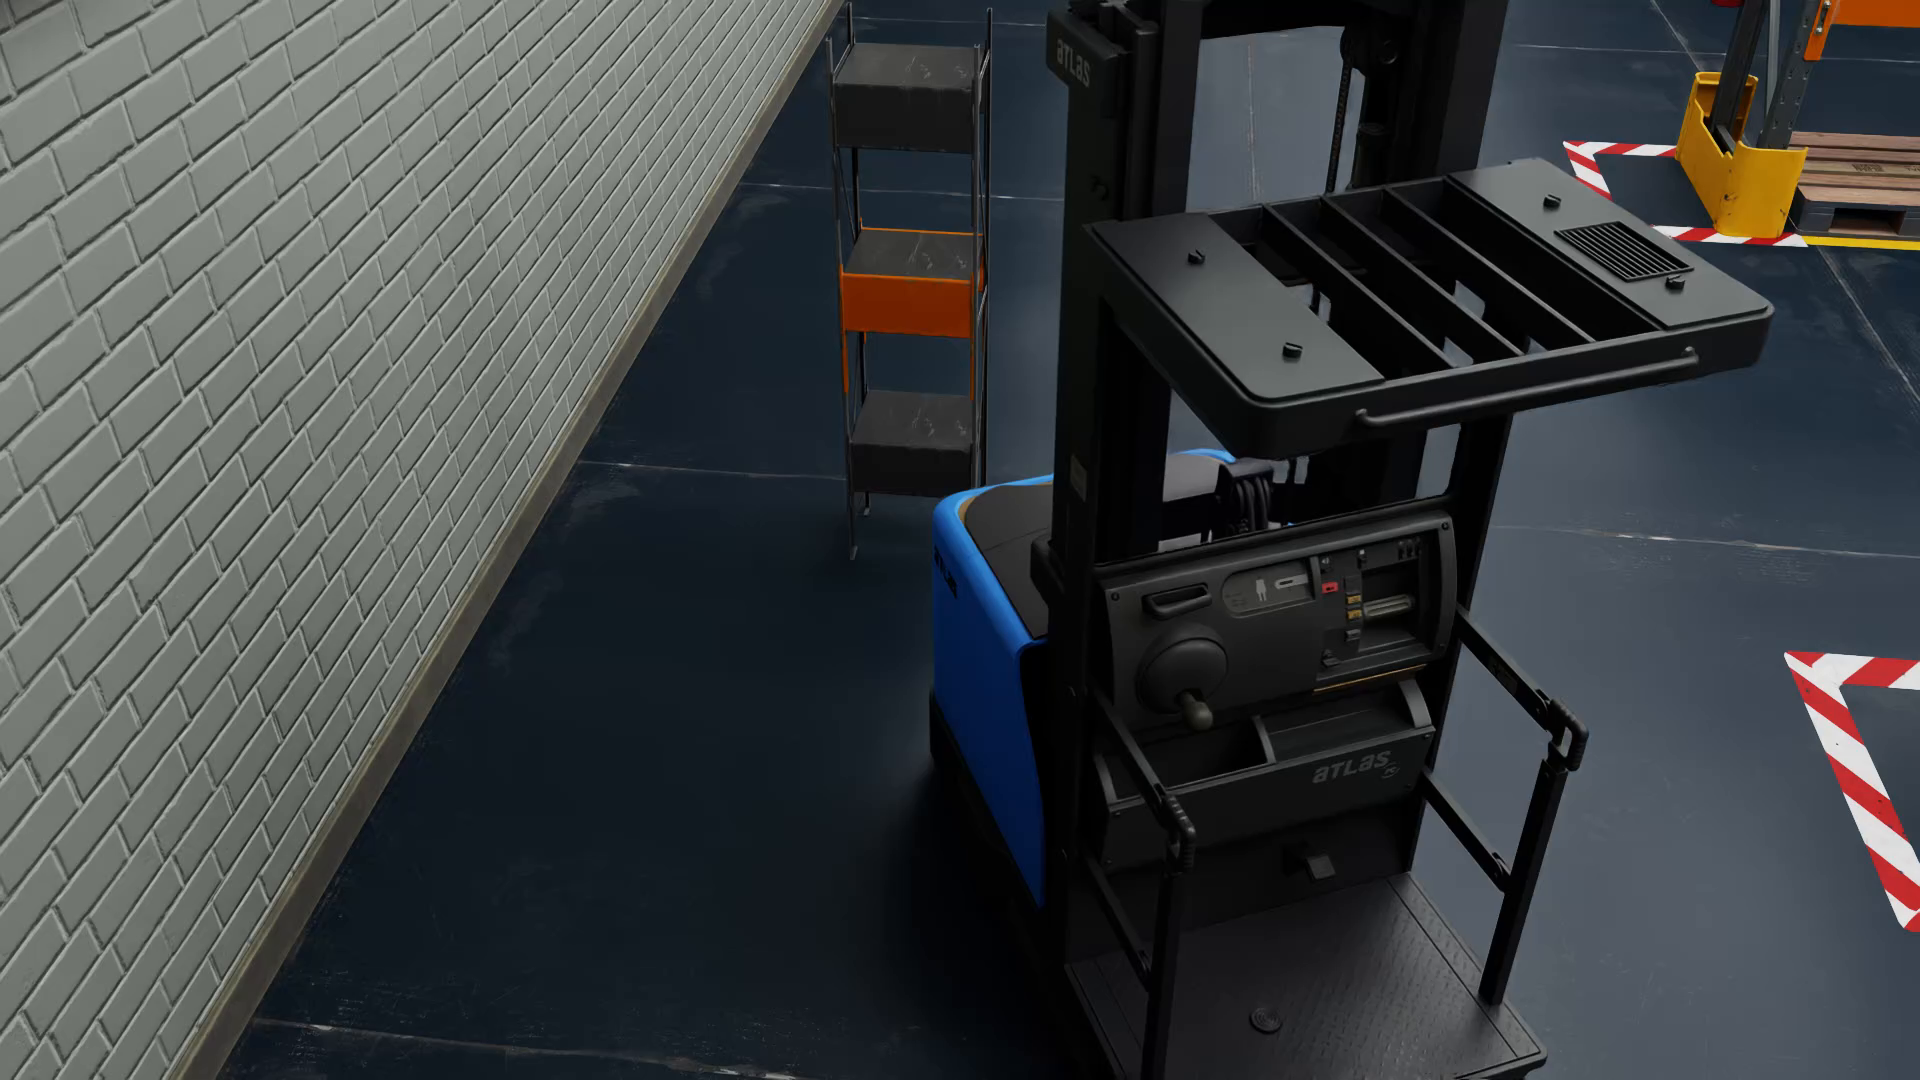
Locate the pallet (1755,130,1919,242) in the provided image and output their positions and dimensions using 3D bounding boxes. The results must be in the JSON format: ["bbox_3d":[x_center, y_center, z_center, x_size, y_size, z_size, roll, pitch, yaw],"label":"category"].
[{"bbox_3d":[5.224,-1.992,9.359,1.213,0.211,1.003,4,36,6],"label":"pallet"}]

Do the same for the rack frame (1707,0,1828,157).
[{"bbox_3d":[4.411,-3.210,8.666,0.127,3.000,1.000,4,36,6],"label":"rack frame"}]

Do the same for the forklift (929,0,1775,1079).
[{"bbox_3d":[0.856,0.264,3.857,1.130,2.935,3.031,-11,37,-15],"label":"forklift"}]

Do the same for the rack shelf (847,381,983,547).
[{"bbox_3d":[-0.164,-0.286,6.572,0.480,0.518,0.431,4,36,6],"label":"rack shelf"}]

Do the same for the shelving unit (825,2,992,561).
[{"bbox_3d":[-0.164,-0.867,6.157,0.503,2.100,0.431,4,36,6],"label":"shelving unit"}]

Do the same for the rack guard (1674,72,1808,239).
[{"bbox_3d":[4.385,-2.187,9.384,0.348,0.500,1.175,4,36,6],"label":"rack guard"}]

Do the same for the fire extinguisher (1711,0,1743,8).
[{"bbox_3d":[4.319,-3.300,9.179,0.183,0.674,0.296,4,36,6],"label":"fire extinguisher"}]

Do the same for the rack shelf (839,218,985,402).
[{"bbox_3d":[-0.164,-0.856,6.165,0.480,0.518,0.431,4,36,6],"label":"rack shelf"}]

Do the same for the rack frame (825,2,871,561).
[{"bbox_3d":[-0.406,-0.885,6.182,0.015,2.100,0.400,4,36,6],"label":"rack frame"}]

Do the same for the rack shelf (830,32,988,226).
[{"bbox_3d":[-0.164,-1.426,5.758,0.480,0.518,0.431,4,36,6],"label":"rack shelf"}]

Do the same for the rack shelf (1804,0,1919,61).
[{"bbox_3d":[6.395,-2.770,8.668,4.000,0.370,1.077,4,36,6],"label":"rack shelf"}]

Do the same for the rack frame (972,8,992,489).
[{"bbox_3d":[0.078,-0.849,6.132,0.015,2.100,0.400,4,36,6],"label":"rack frame"}]
